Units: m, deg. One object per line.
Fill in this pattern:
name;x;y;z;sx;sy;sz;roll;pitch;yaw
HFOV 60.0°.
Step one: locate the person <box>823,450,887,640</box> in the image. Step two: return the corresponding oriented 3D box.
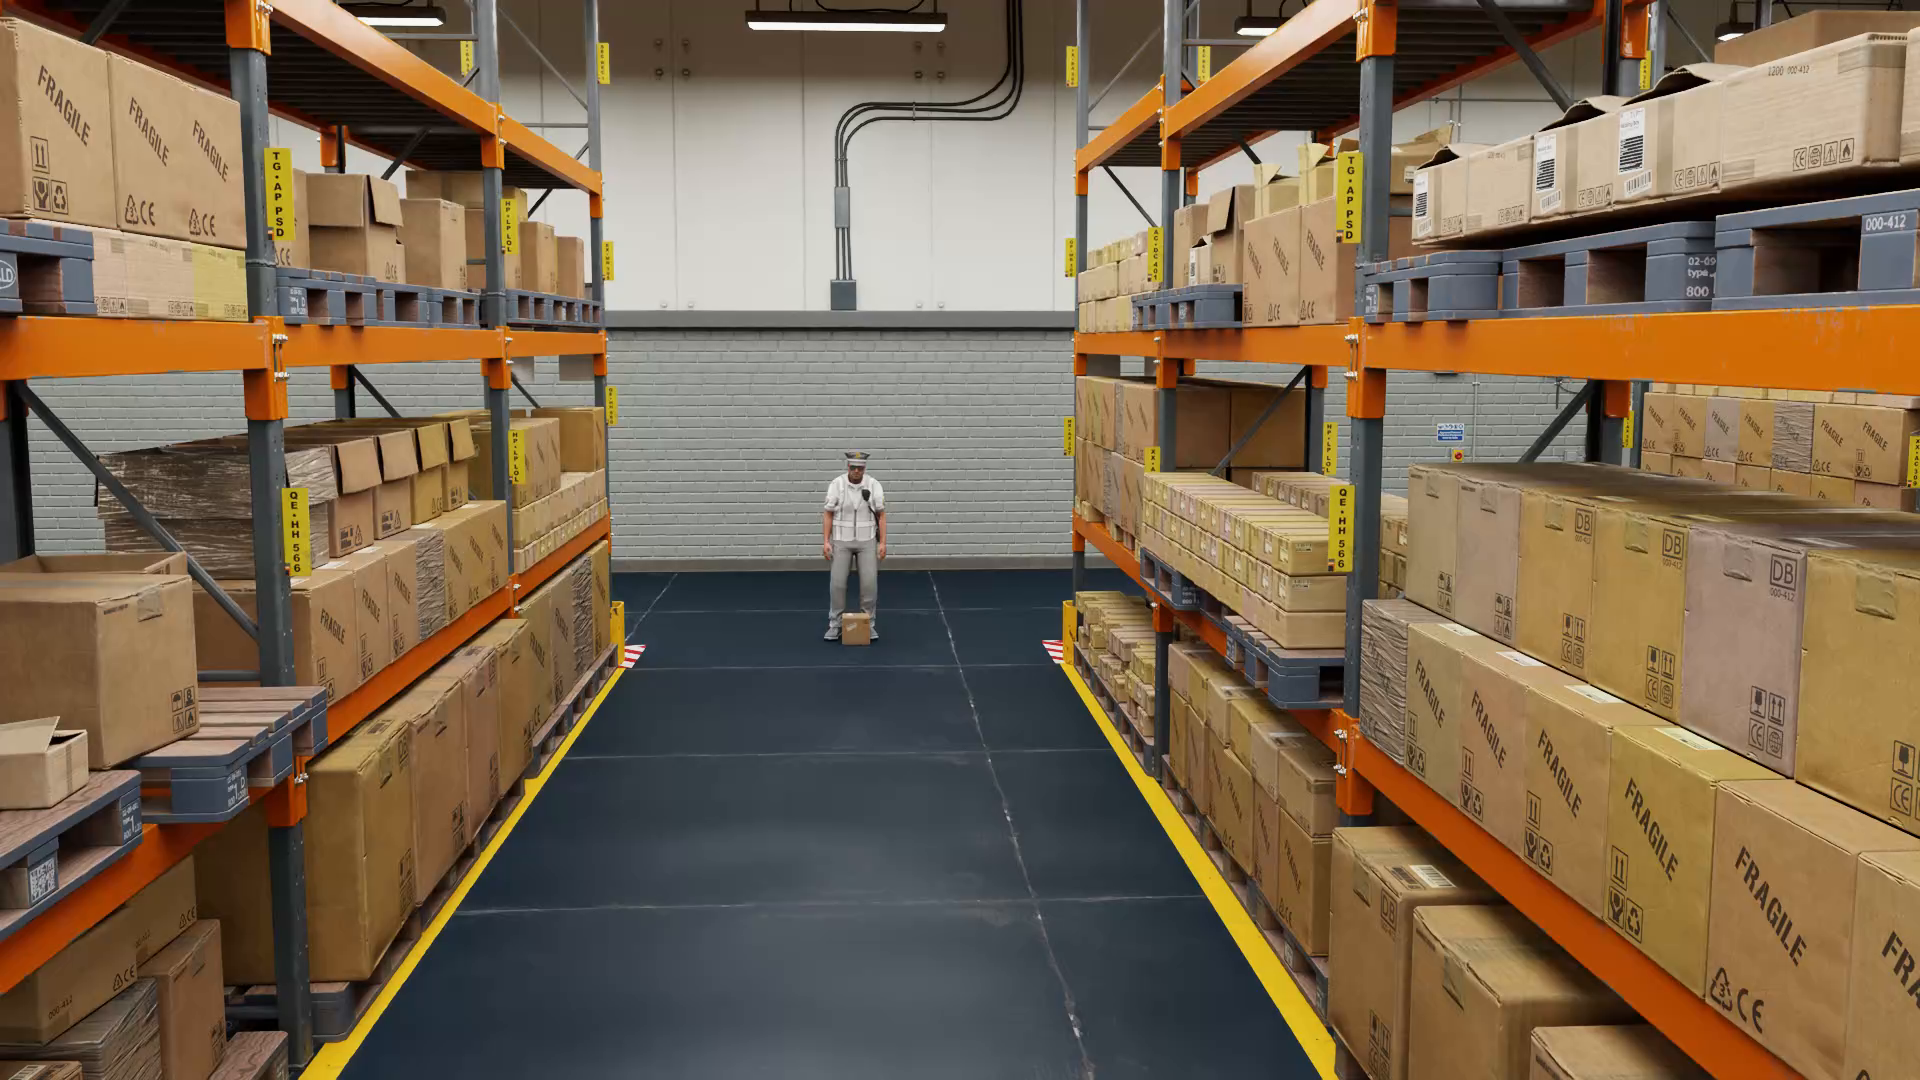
person;-0.974;0.037;15.403;0.592;1.748;0.435;-1;7;-5
